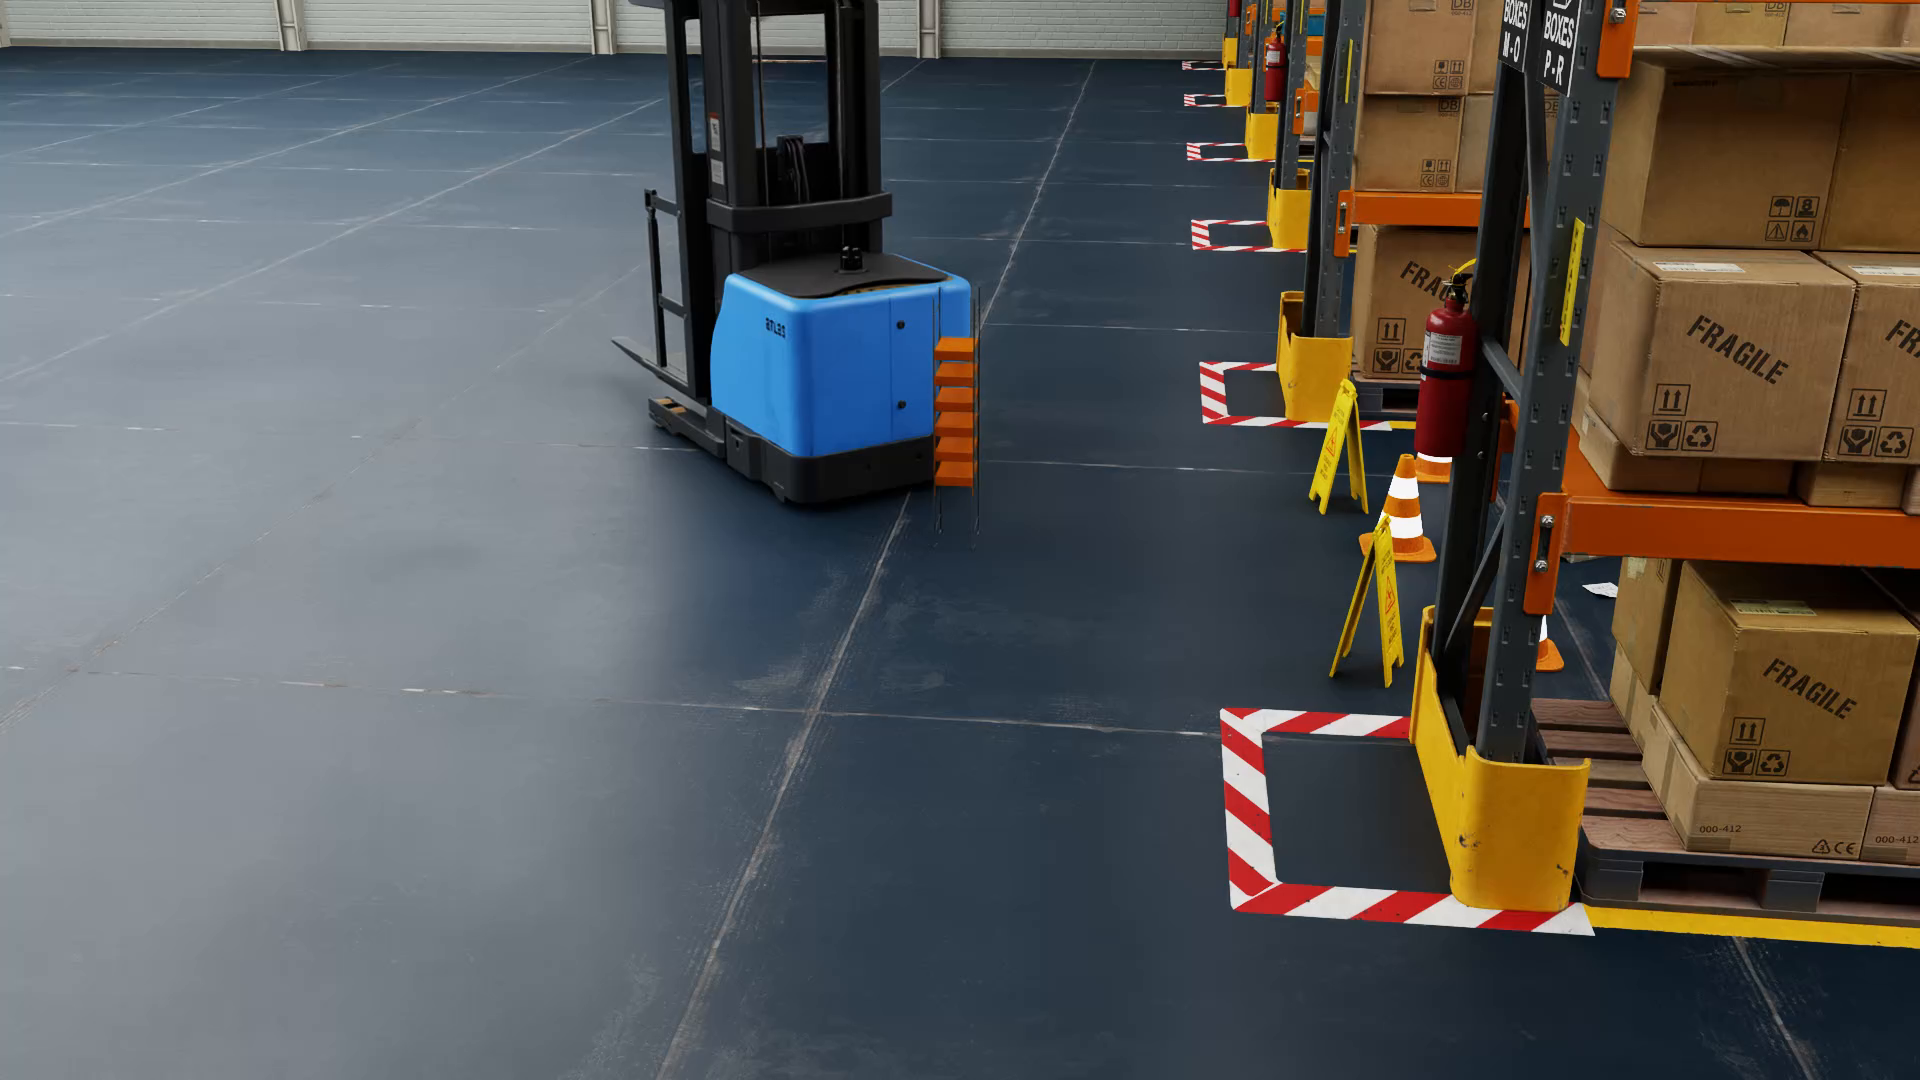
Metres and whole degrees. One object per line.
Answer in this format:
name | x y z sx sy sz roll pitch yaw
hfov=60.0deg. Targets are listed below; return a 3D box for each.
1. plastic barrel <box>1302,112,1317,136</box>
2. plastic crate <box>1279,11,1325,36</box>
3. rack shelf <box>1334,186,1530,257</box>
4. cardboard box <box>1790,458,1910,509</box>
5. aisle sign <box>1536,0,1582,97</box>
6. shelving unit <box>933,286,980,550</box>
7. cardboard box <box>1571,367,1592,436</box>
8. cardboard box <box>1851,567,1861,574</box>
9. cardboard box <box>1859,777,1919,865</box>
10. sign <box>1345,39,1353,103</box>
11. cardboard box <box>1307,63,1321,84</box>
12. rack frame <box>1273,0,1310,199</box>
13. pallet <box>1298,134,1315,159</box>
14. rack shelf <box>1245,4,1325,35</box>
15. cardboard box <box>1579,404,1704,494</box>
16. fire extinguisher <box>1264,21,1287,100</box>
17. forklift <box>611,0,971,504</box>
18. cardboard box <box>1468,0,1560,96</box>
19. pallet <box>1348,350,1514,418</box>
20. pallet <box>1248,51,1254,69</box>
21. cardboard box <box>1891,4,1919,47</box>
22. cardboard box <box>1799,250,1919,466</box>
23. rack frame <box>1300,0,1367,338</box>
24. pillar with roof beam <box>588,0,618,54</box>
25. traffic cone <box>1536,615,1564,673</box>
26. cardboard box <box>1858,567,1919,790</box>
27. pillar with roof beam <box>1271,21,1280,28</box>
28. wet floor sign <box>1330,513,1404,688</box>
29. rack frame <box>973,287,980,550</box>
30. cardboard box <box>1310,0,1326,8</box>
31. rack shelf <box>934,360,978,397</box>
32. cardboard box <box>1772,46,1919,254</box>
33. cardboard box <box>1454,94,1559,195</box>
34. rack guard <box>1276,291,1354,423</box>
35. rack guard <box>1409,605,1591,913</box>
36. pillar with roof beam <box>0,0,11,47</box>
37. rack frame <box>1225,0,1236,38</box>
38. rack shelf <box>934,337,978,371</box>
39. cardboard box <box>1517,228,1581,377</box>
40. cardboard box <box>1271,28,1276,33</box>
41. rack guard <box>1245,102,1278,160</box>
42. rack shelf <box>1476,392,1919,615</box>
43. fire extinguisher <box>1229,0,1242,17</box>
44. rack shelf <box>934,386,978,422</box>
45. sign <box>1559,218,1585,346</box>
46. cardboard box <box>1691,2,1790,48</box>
plastic barrel | 4.098 -4.944 19.179 0.421 0.512 0.421 0 22 0
plastic crate | 3.968 -5.925 19.049 0.616 0.251 0.499 2 22 6
rack shelf | 4.155 -1.871 9.570 4.000 0.370 1.077 2 22 6
cardboard box | 2.506 -0.226 4.773 0.250 0.149 0.380 2 22 5
aisle sign | 1.588 -1.578 4.316 0.004 0.787 0.394 2 22 6
shelving unit | -0.014 -0.559 7.721 0.189 1.200 0.258 2 22 6
cardboard box | 2.083 -0.425 5.277 0.250 0.149 0.380 3 22 8
cardboard box | 3.031 0.216 5.464 0.500 0.500 0.500 3 22 8
cardboard box | 2.961 0.764 5.096 0.500 0.250 0.500 3 22 8
sign | 2.097 -2.529 8.971 0.005 0.325 0.100 2 22 6
cardboard box | 3.160 -4.044 14.431 0.250 0.149 0.380 2 22 6
rack frame | 2.853 -4.098 14.226 0.127 3.000 1.000 2 22 6
pallet | 4.323 -4.586 19.254 1.213 0.211 1.003 2 22 6
rack shelf | 6.008 -7.294 23.287 4.000 0.370 1.077 2 22 6
cardboard box | 1.999 -0.273 4.892 0.250 0.149 0.380 3 22 7
fire extinguisher | 2.793 -4.235 14.678 0.183 0.674 0.296 2 22 6
forklift | -1.135 -2.033 9.096 1.130 2.935 3.031 -13 25 -29
cardboard box | 3.089 -2.843 9.379 0.550 0.550 0.875 2 22 6
pallet | 2.972 -0.989 10.154 1.213 0.211 1.003 2 22 6
pallet | 5.479 -8.175 28.332 1.213 0.211 1.003 2 22 6
cardboard box | 5.218 -2.700 9.017 0.550 0.550 0.875 2 22 6
cardboard box | 2.639 -0.522 4.639 0.500 0.500 0.500 3 22 8
rack frame | 2.168 -2.292 9.656 0.127 3.000 1.000 2 22 6
pillar with roof beam | -7.025 -11.546 24.906 0.400 9.000 9.100 2 22 6
traffic cone | 2.265 0.247 6.685 0.334 0.463 0.336 2 22 6
cardboard box | 2.998 0.412 4.965 0.500 0.500 0.500 2 22 4
pillar with roof beam | 4.892 -11.027 23.593 0.400 9.000 9.100 2 22 6
wet floor sign | 1.624 0.216 6.516 0.232 0.644 0.267 11 24 25
rack frame | 0.076 -0.555 7.711 0.006 1.200 0.240 2 22 6
cardboard box | 5.006 -7.715 23.240 0.500 0.500 0.700 3 22 8
rack shelf | -0.014 -0.740 7.649 0.180 0.103 0.258 2 22 6
cardboard box | 2.721 -1.163 4.900 0.500 0.500 0.700 3 22 7
cardboard box | 3.091 -2.346 9.590 0.550 0.550 0.875 2 22 6
rack guard | 2.145 -1.130 10.119 0.348 0.500 1.175 2 22 6
rack guard | 1.762 0.686 5.525 0.348 0.500 1.175 2 22 6
pillar with roof beam | -18.942 -12.066 26.219 0.400 9.000 9.100 2 22 6
rack frame | 4.601 -9.524 27.949 0.127 3.000 1.000 2 22 6
rack shelf | -0.014 -0.852 7.605 0.180 0.103 0.258 2 22 6
cardboard box | 3.724 -1.456 9.862 0.875 0.875 0.875 2 22 5
cardboard box | 4.590 -7.066 23.880 0.500 0.500 0.500 2 22 6
rack guard | 3.516 -4.758 19.295 0.348 0.500 1.175 2 22 6
rack shelf | 3.672 -0.059 4.987 4.000 0.370 1.077 2 22 6
fire extinguisher | 3.959 -7.854 23.830 0.183 0.674 0.296 2 22 6
rack shelf | -0.014 -0.629 7.693 0.180 0.103 0.258 2 22 6
sign | 1.623 -0.684 4.414 0.005 0.325 0.100 2 22 6
cardboard box | 4.171 -2.794 9.254 0.500 0.550 0.875 2 22 6
